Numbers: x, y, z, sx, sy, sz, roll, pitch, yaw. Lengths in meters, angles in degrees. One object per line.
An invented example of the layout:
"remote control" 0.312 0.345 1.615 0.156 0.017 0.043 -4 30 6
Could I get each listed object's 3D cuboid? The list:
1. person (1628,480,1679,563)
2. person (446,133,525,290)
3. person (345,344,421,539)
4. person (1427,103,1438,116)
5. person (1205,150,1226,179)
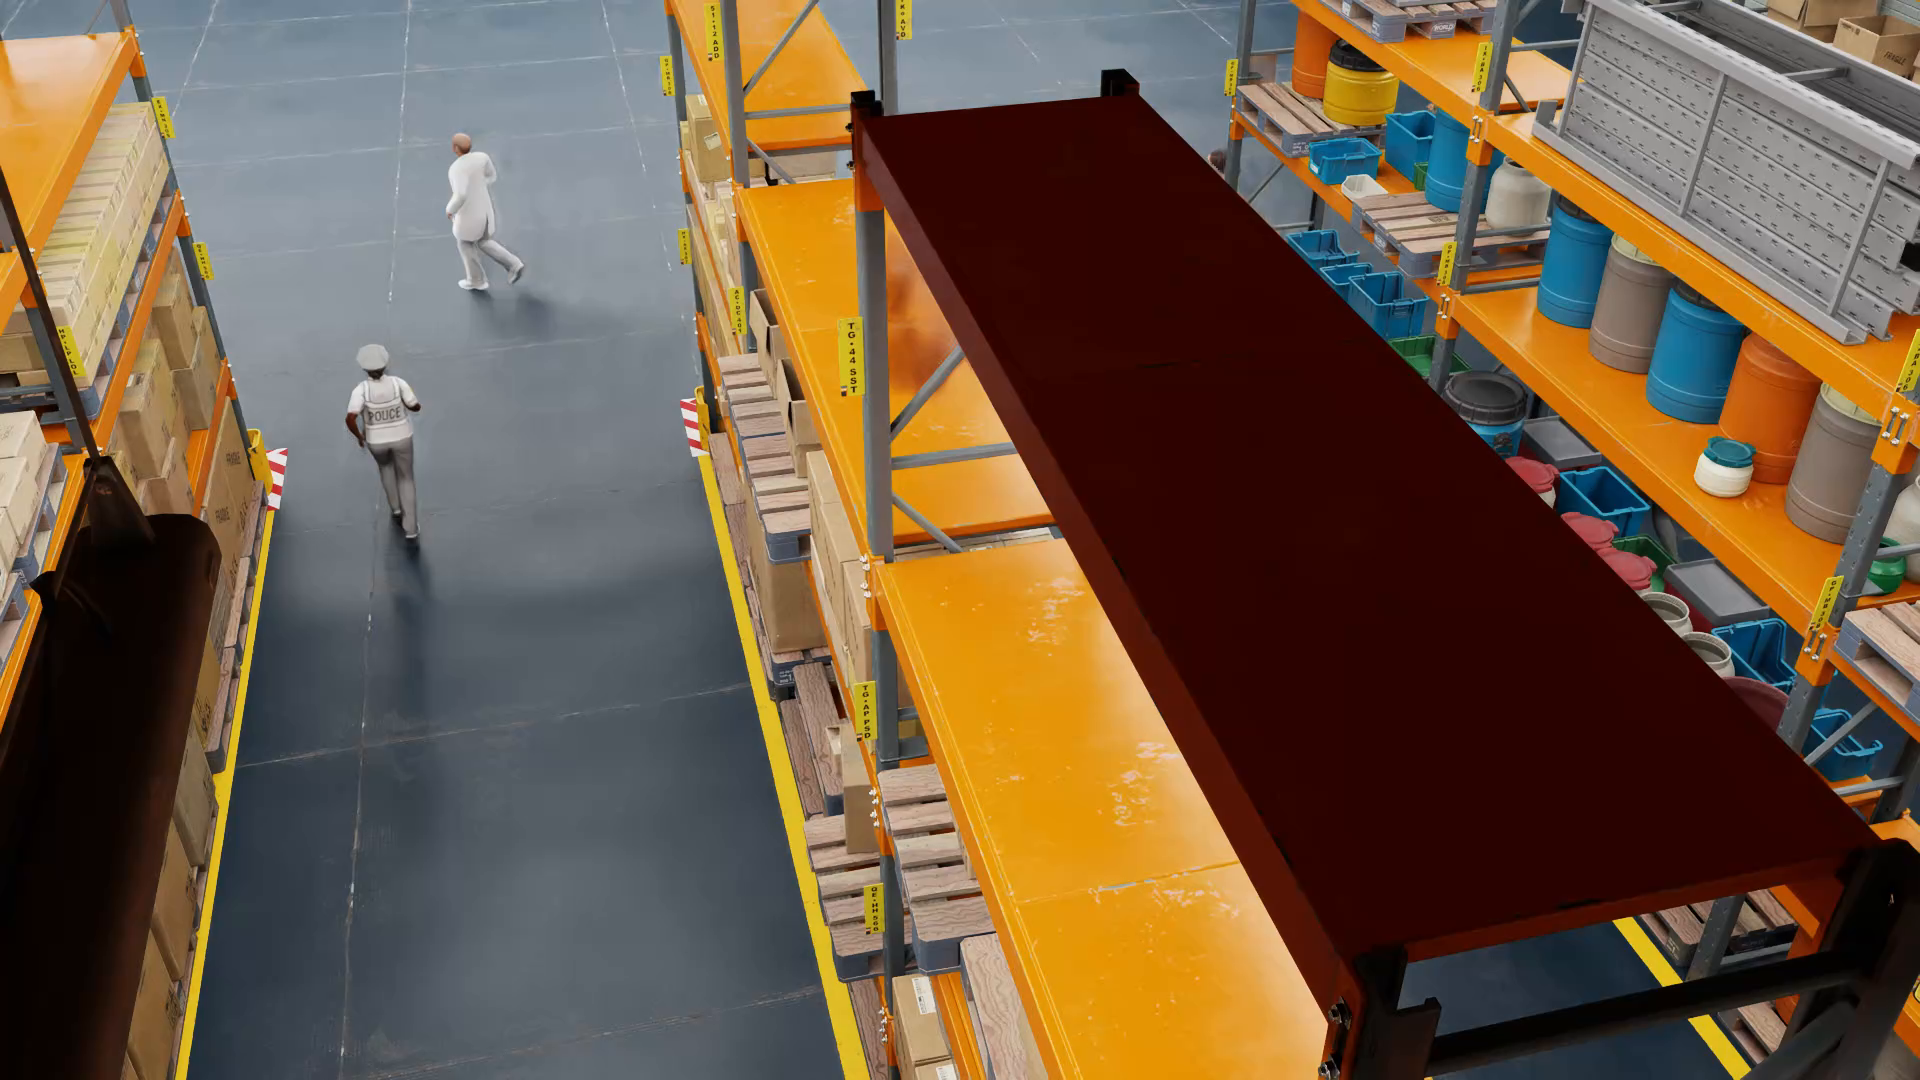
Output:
"person" 5.571 -0.458 13.264 0.570 1.682 0.871 -9 35 -12
"person" -5.101 -3.433 17.556 0.805 1.773 0.737 14 37 19
"person" -4.704 -0.795 13.767 0.568 1.755 0.767 -8 35 -11
"person" 5.375 -4.170 18.744 0.634 1.641 0.577 13 36 18
"person" 2.687 -3.272 17.419 0.771 1.667 0.600 8 35 12
